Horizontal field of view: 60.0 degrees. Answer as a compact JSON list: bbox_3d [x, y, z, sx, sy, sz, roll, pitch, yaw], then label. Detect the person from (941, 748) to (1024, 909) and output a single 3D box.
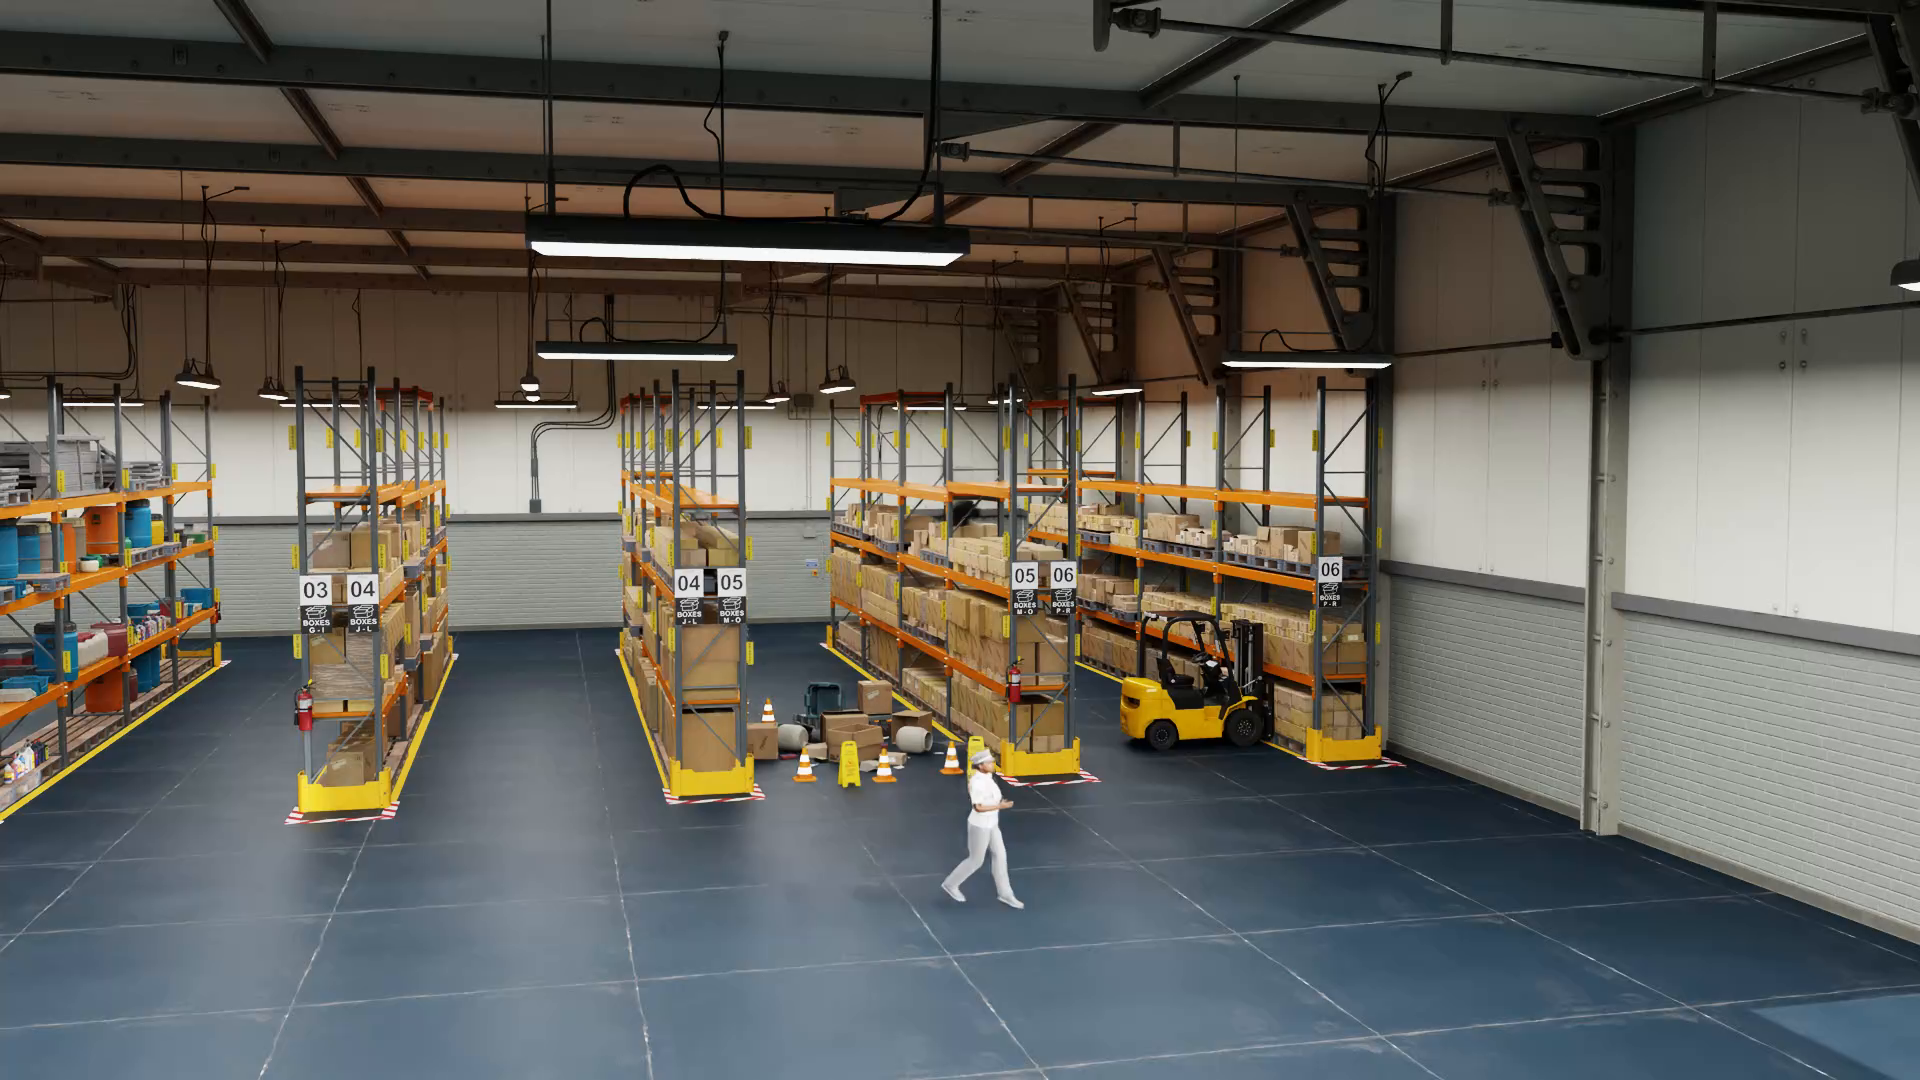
[{"bbox_3d":[0.238,3.075,17.783,0.883,1.721,0.574,1,4,18],"label":"person"}]
